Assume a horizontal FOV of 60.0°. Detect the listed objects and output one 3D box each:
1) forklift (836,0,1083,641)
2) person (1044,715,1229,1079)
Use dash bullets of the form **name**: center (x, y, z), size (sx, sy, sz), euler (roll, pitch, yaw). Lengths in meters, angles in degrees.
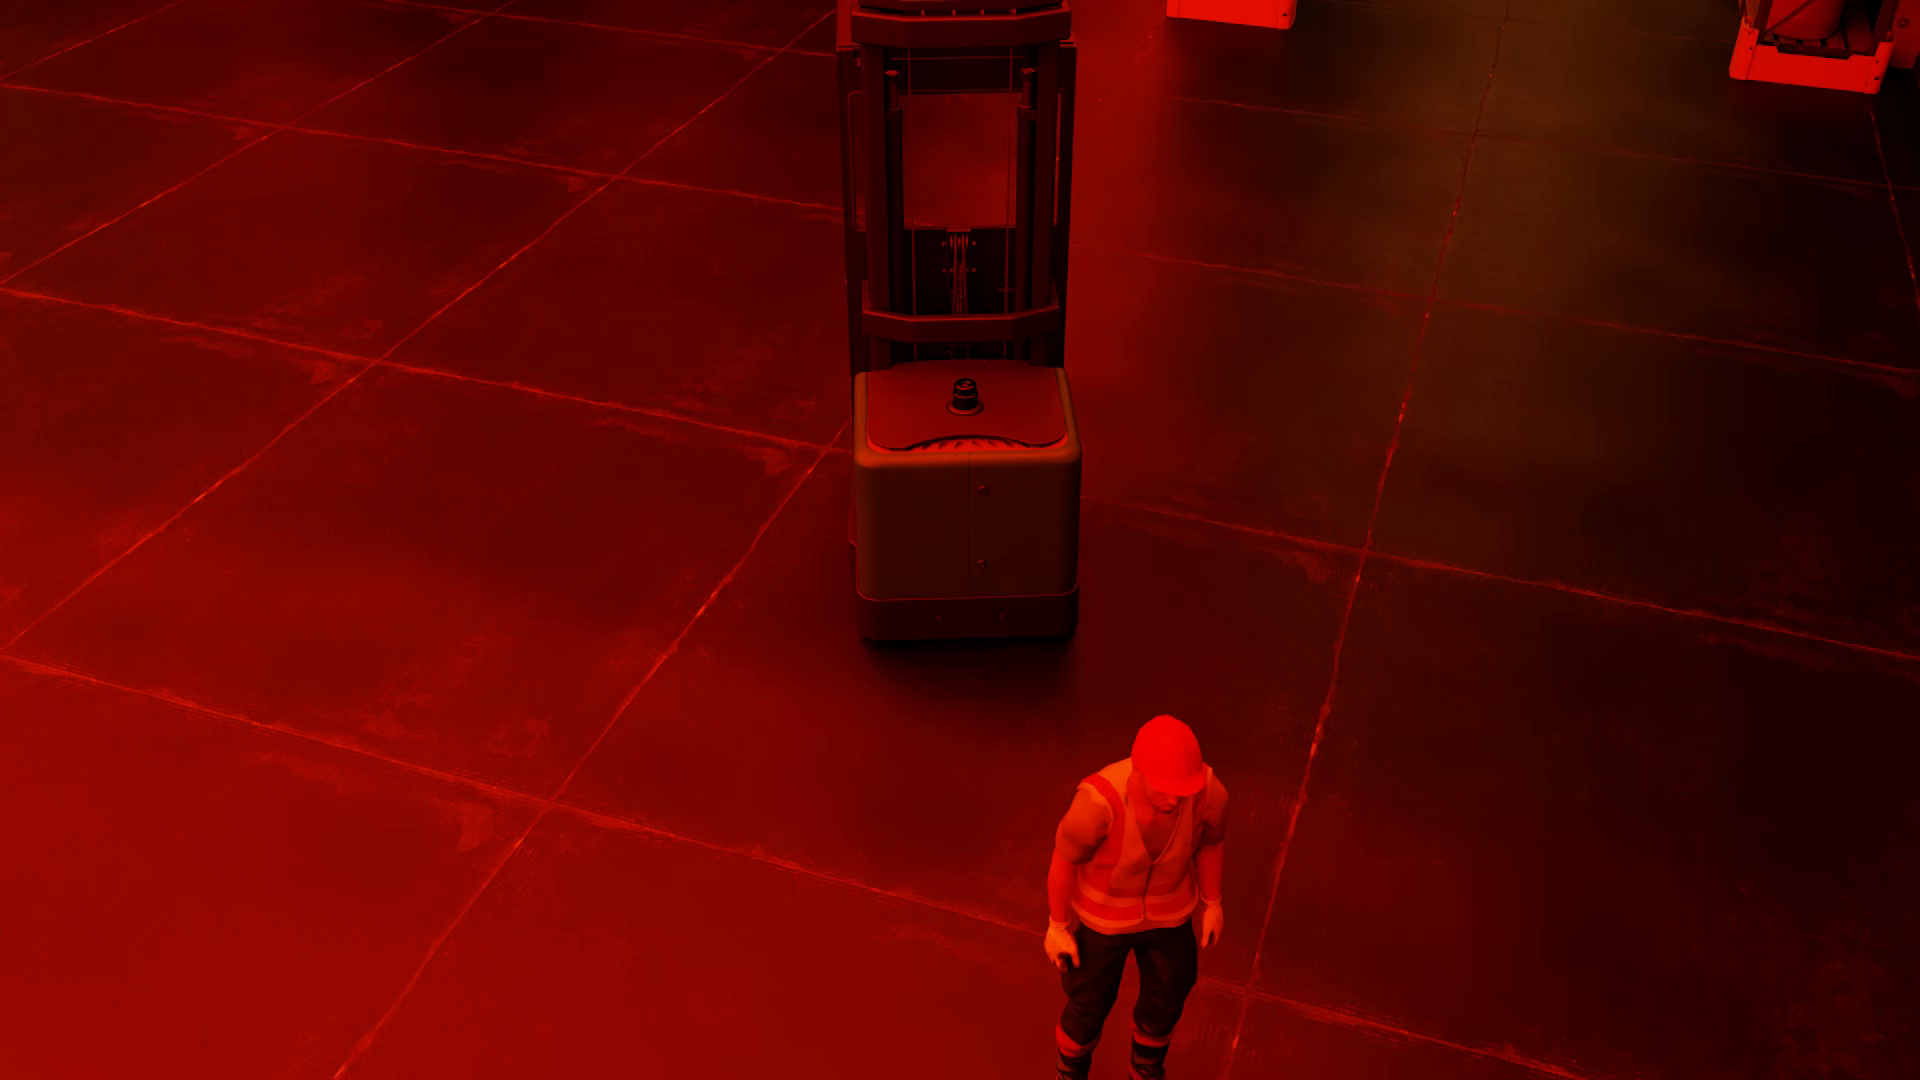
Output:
- **forklift**: center (-0.029, -1.547, 8.293), size (1.130, 2.935, 3.031), euler (-2, 35, -2)
- **person**: center (0.570, 1.232, 5.374), size (0.608, 1.777, 0.454), euler (-6, 36, -9)
